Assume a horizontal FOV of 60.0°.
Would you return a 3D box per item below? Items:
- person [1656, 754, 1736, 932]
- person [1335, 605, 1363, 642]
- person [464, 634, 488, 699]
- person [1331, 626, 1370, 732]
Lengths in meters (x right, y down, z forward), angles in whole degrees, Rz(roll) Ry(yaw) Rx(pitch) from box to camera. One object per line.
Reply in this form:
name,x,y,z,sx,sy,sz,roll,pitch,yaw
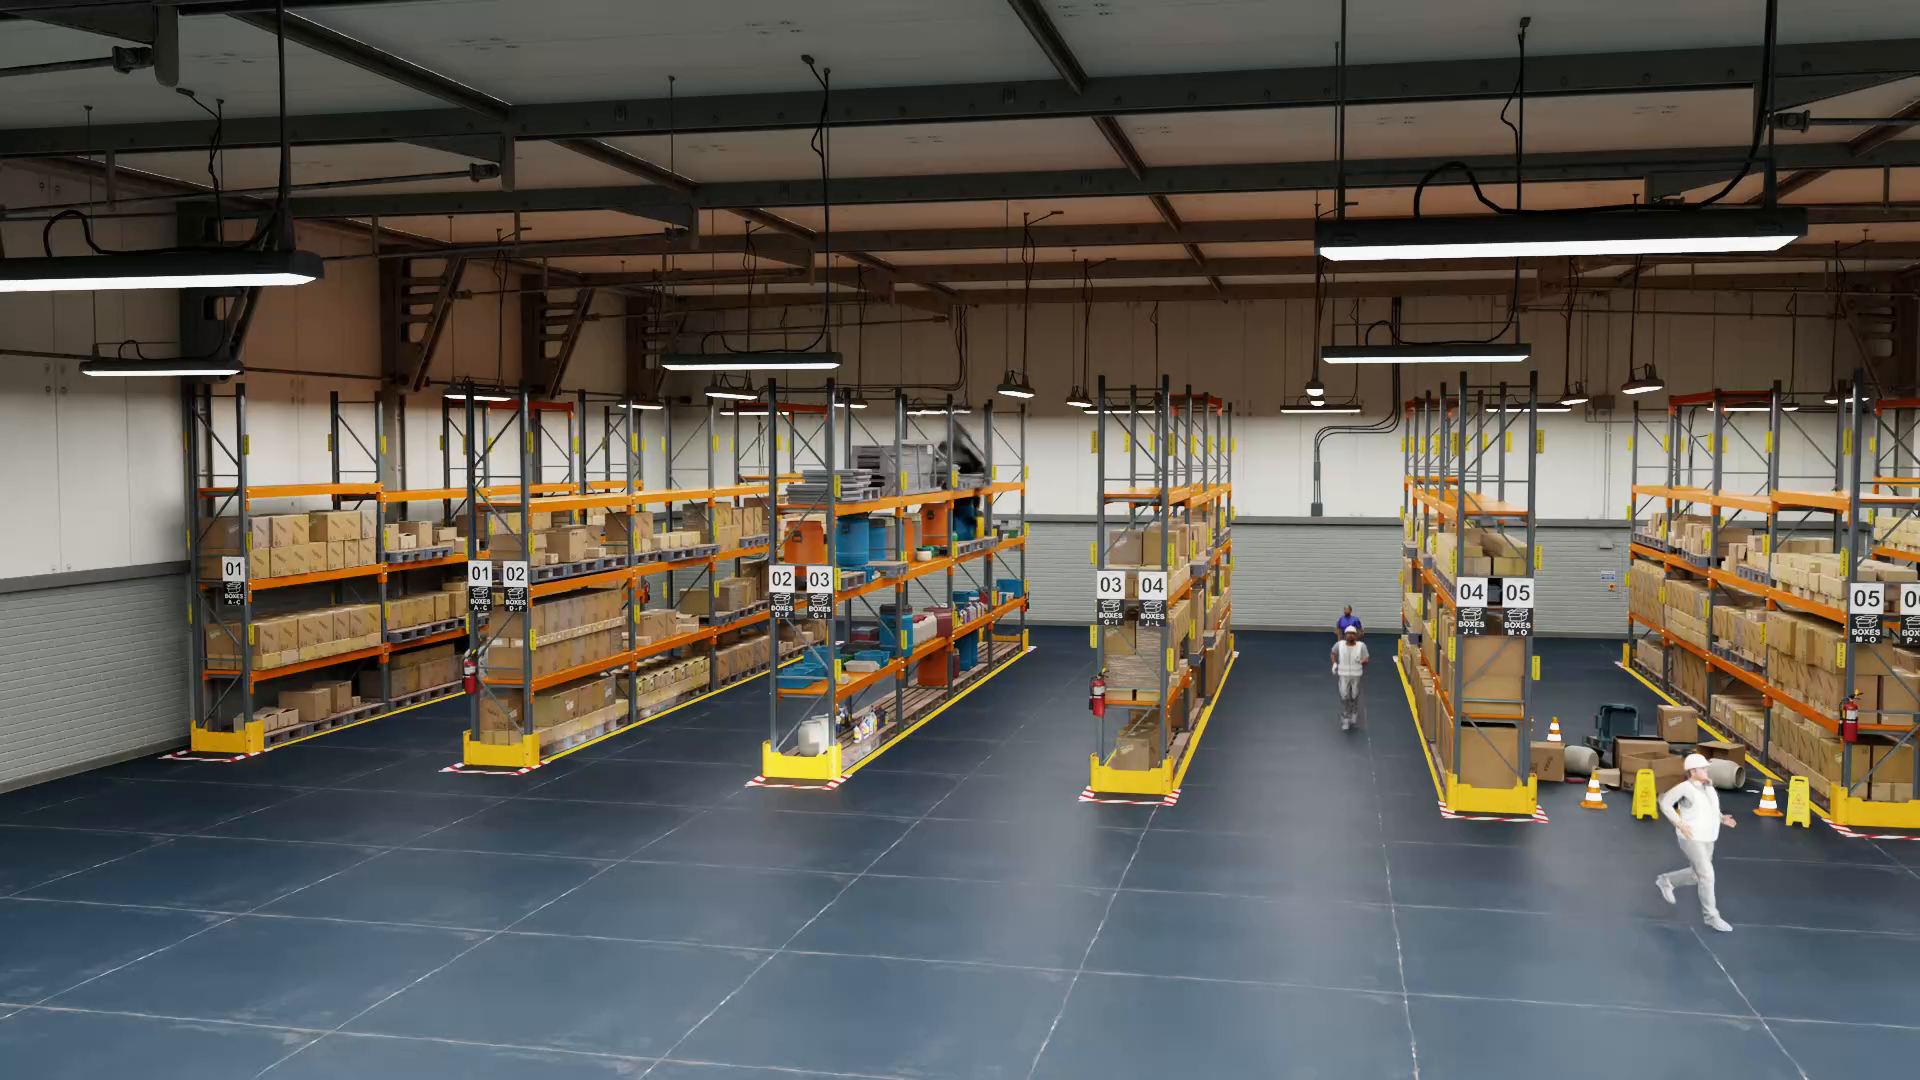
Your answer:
person,7.701,3.125,17.436,0.663,1.778,0.928,-2,4,-33
person,8.249,2.186,35.292,0.573,1.635,0.611,1,3,21
person,-8.488,2.481,29.376,0.589,1.701,0.918,0,3,4
person,6.897,2.420,29.401,0.668,1.818,0.817,1,3,12
